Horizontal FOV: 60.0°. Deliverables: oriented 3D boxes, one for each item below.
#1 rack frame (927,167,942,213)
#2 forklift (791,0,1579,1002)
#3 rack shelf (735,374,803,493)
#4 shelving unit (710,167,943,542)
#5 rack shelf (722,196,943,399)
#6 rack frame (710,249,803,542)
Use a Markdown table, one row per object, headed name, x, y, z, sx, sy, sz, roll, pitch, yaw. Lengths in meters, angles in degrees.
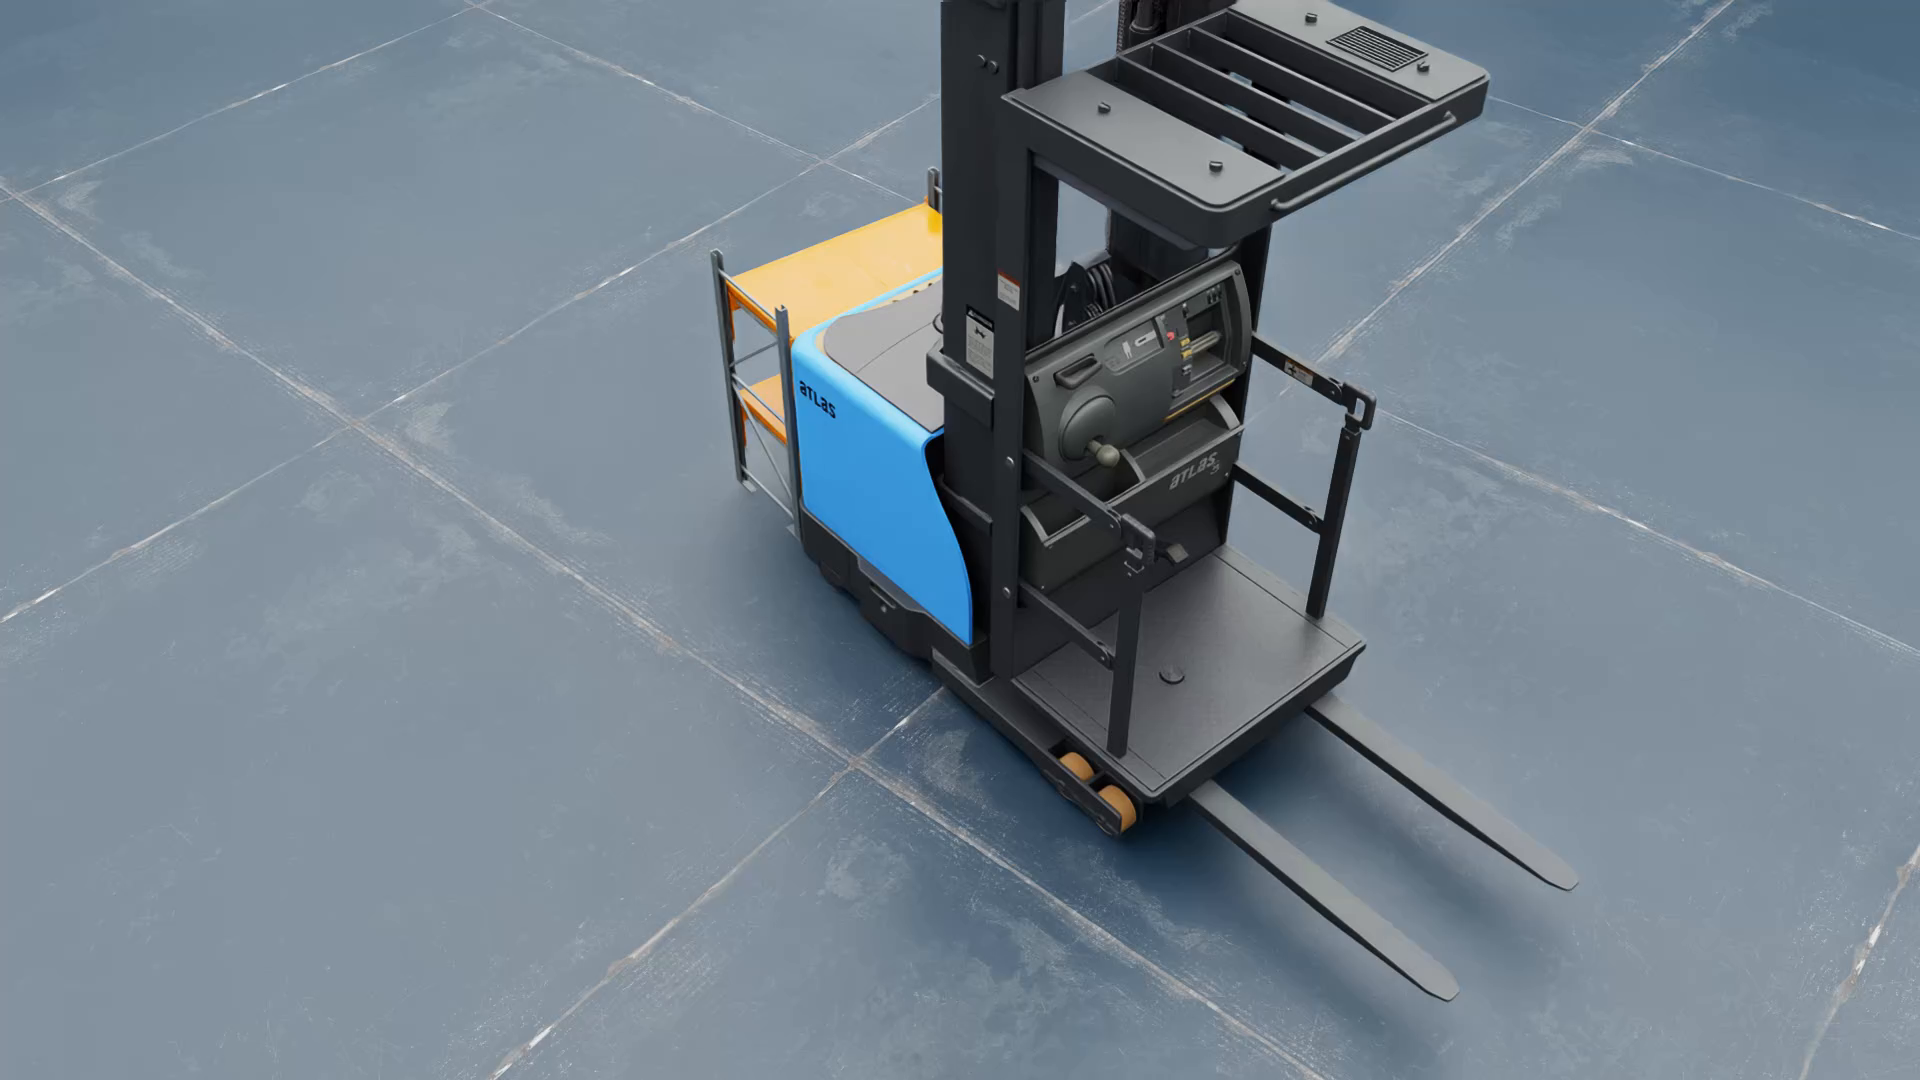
| name | x | y | z | sx | sy | sz | roll | pitch | yaw |
| --- | --- | --- | --- | --- | --- | --- | --- | --- | --- |
| rack frame | 0.030 | -0.957 | 6.967 | 0.032 | 1.125 | 0.500 | -27 | 49 | -26 |
| forklift | 0.715 | -0.473 | 5.092 | 1.130 | 2.935 | 3.031 | -30 | 50 | -29 |
| rack shelf | -0.377 | -0.571 | 6.905 | 1.000 | 0.278 | 0.538 | -27 | 49 | -26 |
| shelving unit | -0.377 | -0.752 | 6.741 | 1.048 | 1.125 | 0.538 | -27 | 49 | -26 |
| rack shelf | -0.377 | -0.968 | 6.544 | 1.000 | 0.278 | 0.538 | -27 | 49 | -26 |
| rack frame | -0.783 | -0.546 | 6.515 | 0.032 | 1.125 | 0.500 | -27 | 49 | -26 |
